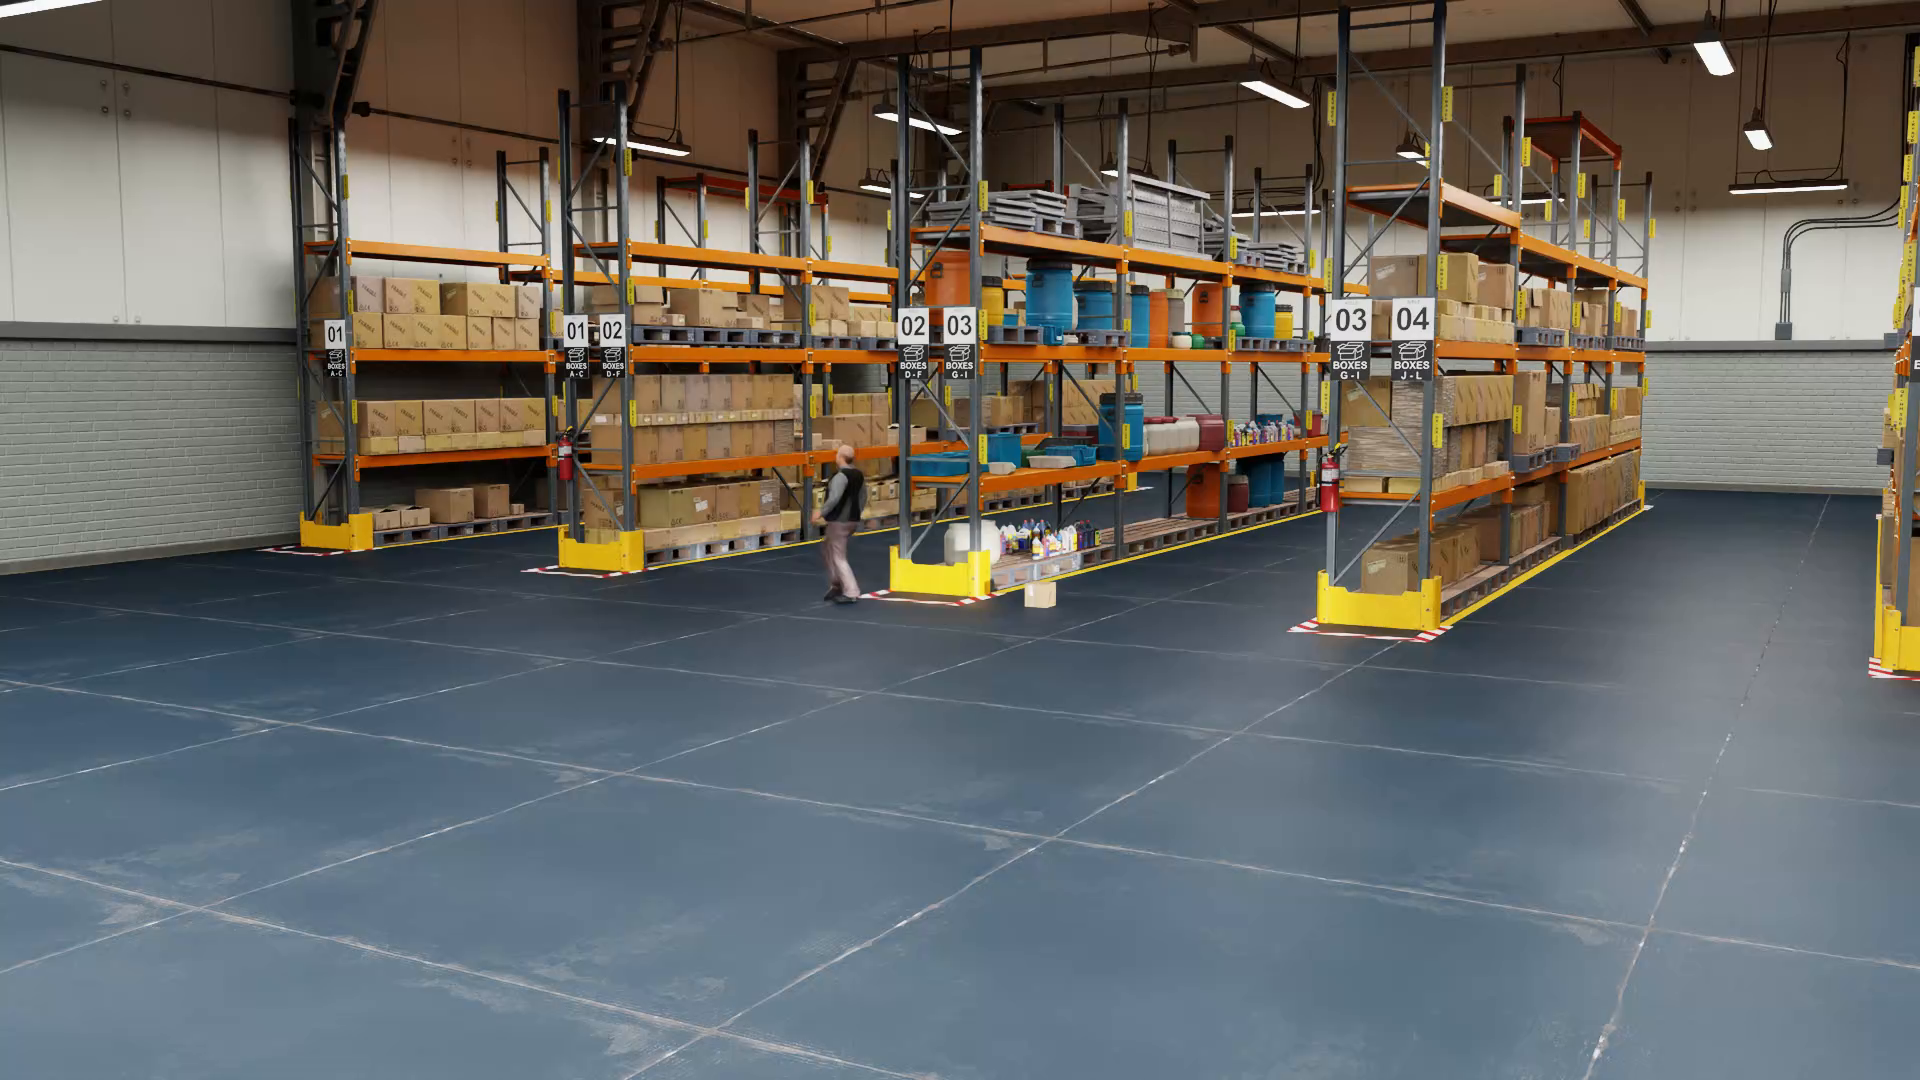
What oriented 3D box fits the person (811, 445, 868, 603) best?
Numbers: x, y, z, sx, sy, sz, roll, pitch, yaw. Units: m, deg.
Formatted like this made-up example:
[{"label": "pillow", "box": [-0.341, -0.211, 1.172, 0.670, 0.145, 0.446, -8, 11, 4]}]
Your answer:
[{"label": "person", "box": [-1.322, -0.160, 17.992, 0.533, 1.735, 0.618, 2, 6, 20]}]
